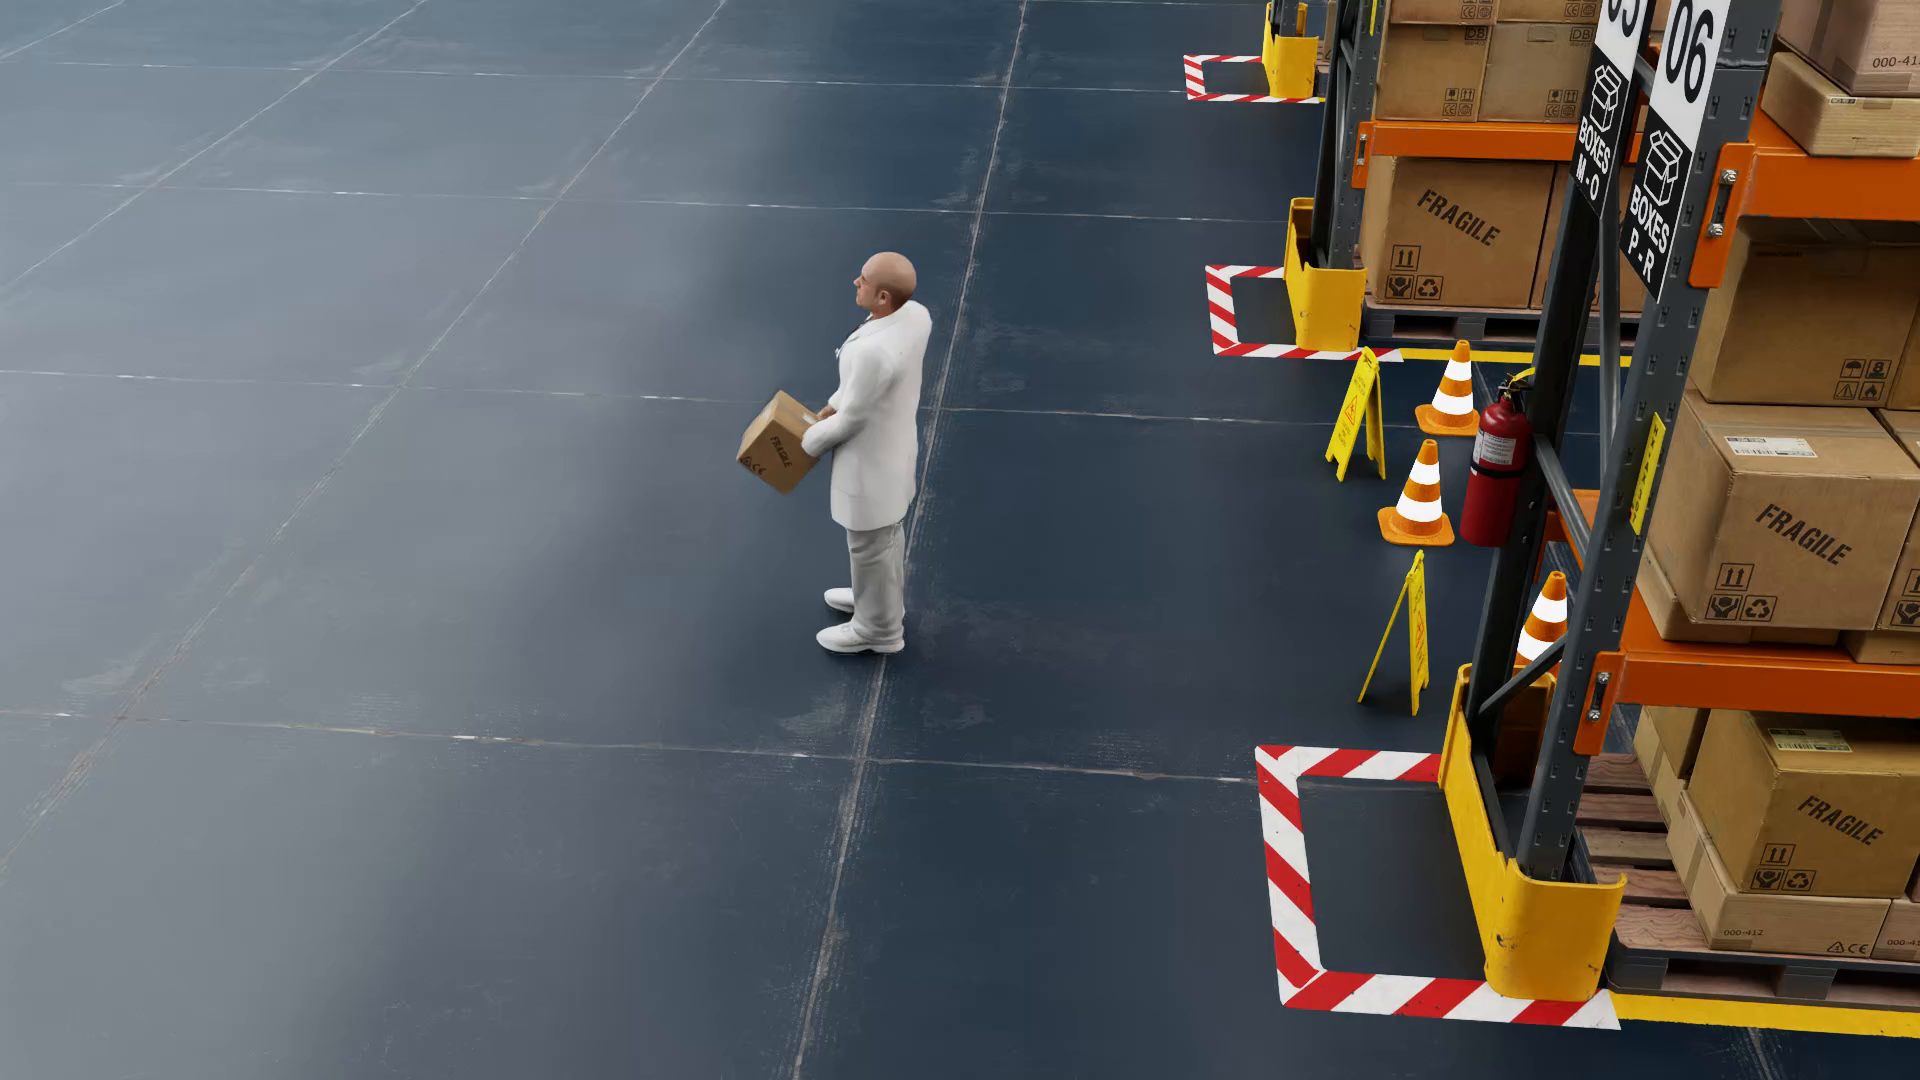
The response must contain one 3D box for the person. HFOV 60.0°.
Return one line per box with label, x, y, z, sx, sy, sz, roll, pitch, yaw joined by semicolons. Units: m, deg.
person;-0.407;-0.343;6.703;0.528;1.780;0.557;10;33;15
